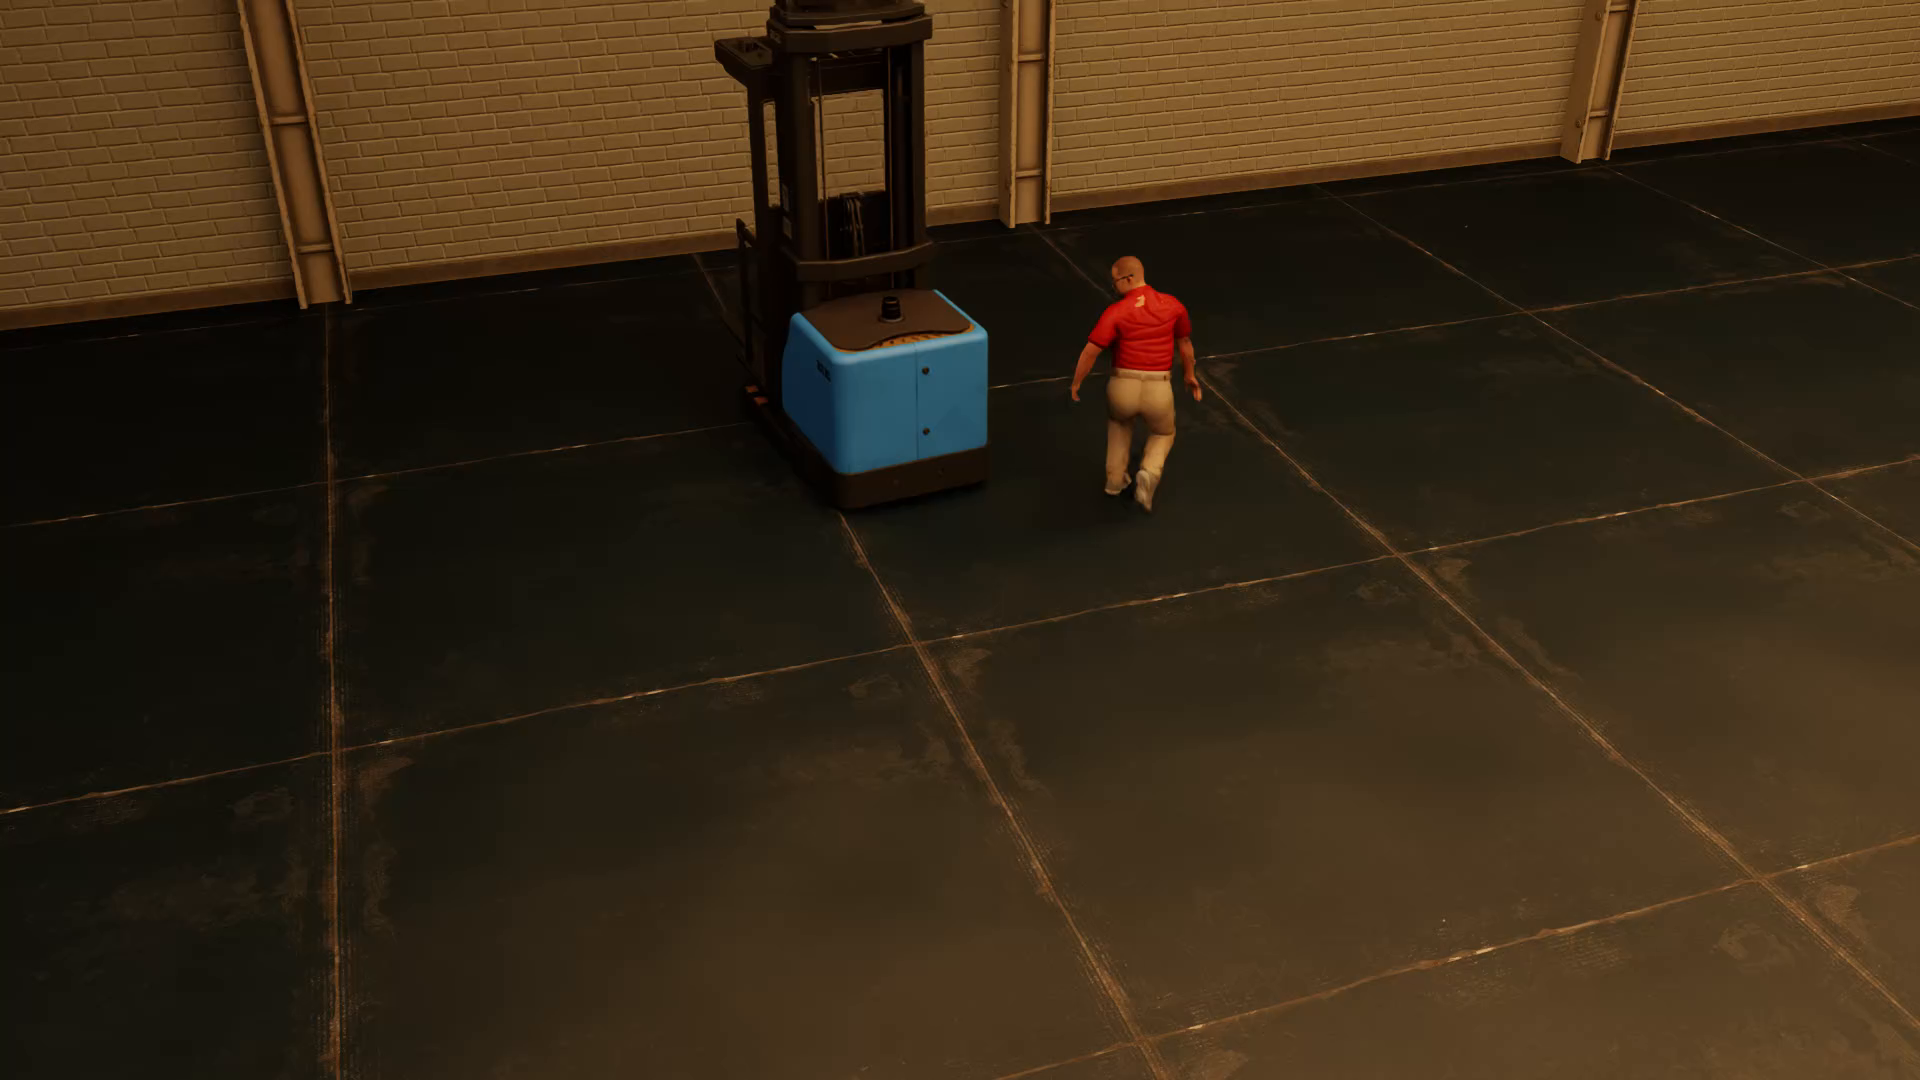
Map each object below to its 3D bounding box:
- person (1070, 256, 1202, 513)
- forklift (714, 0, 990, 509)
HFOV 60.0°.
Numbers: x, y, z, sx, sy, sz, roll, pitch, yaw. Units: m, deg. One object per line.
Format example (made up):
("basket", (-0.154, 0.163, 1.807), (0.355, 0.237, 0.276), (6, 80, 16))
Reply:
("person", (1.096, -0.944, 10.177), (0.831, 1.528, 0.648), (0, 30, 1))
("forklift", (-0.884, -2.175, 10.867), (1.130, 2.935, 3.031), (-13, 32, -21))
